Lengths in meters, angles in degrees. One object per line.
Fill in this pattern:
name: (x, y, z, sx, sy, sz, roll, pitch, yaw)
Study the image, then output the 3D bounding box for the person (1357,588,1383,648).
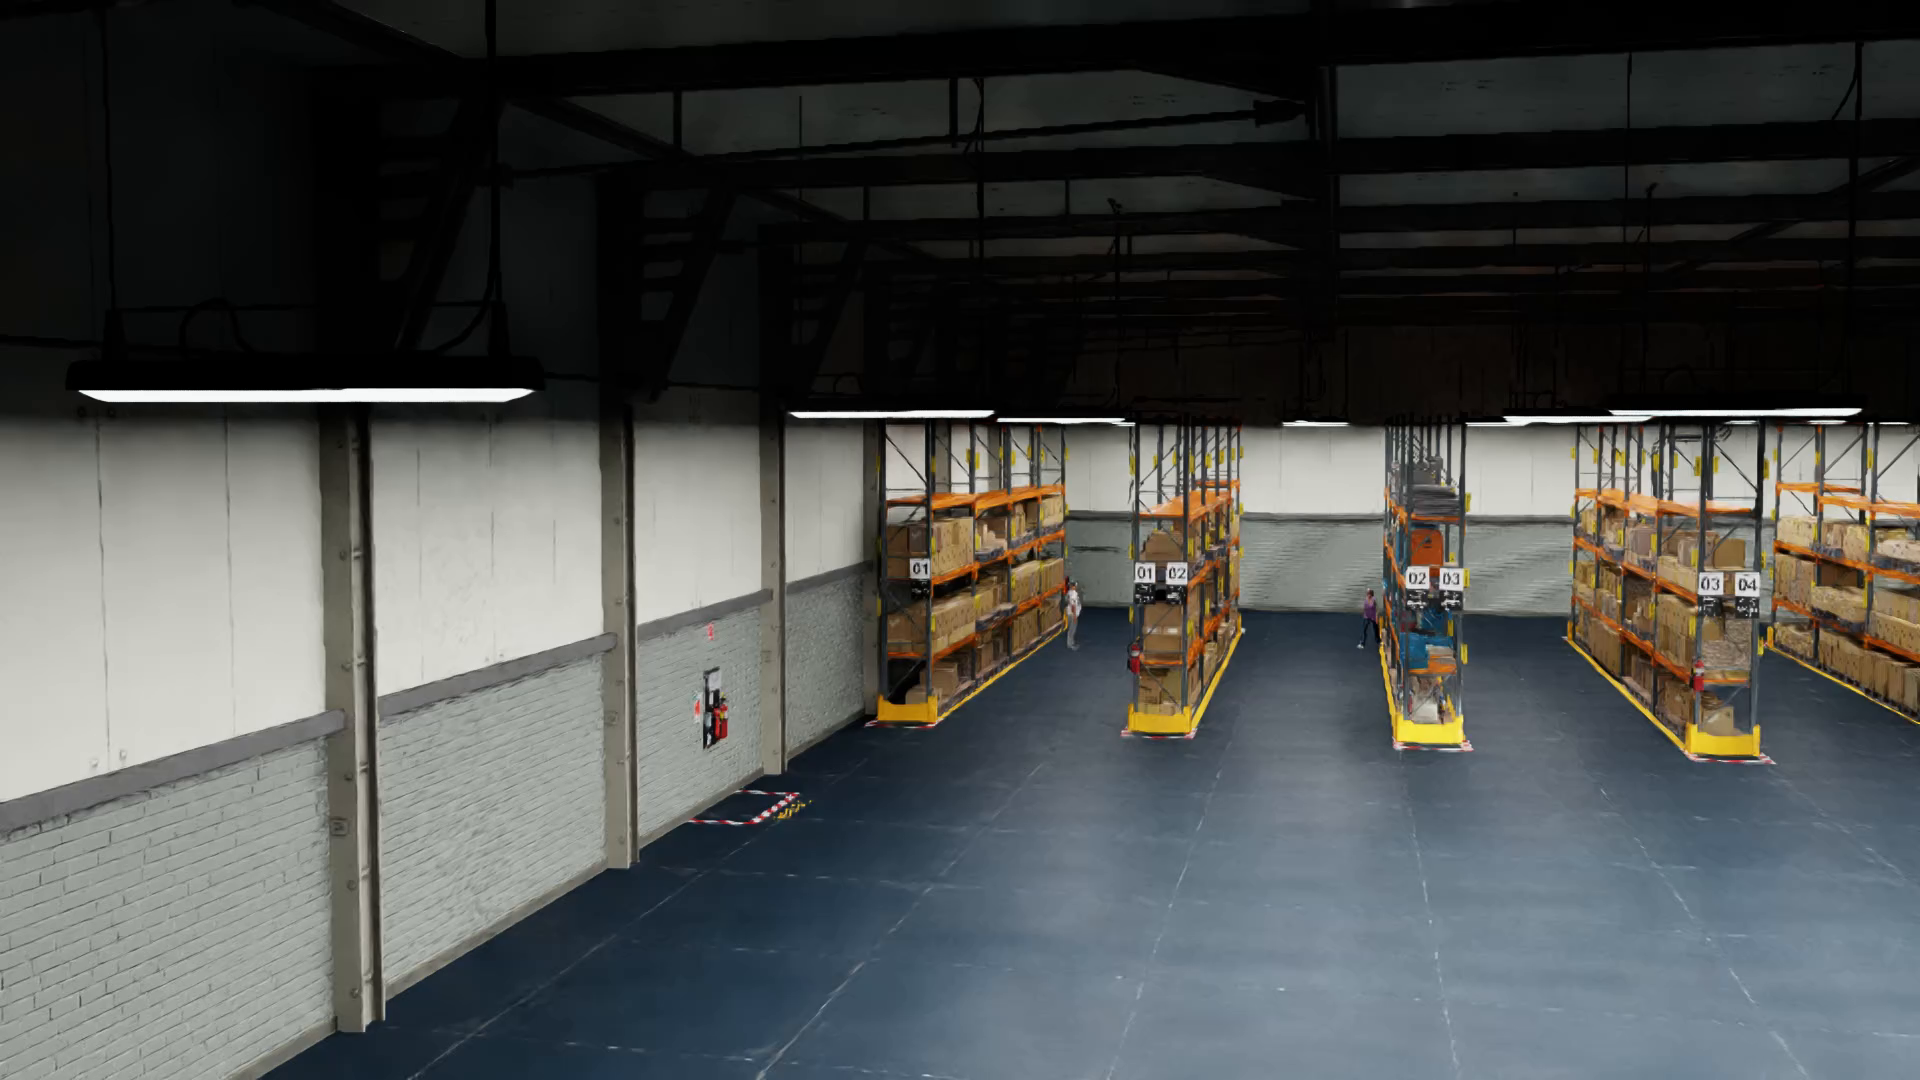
person: (10.695, 2.037, 43.281, 0.458, 1.516, 0.886, 3, 5, 37)

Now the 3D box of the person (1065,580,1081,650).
person: (2.930, 1.920, 42.941, 0.428, 1.763, 0.644, 0, 4, -4)
